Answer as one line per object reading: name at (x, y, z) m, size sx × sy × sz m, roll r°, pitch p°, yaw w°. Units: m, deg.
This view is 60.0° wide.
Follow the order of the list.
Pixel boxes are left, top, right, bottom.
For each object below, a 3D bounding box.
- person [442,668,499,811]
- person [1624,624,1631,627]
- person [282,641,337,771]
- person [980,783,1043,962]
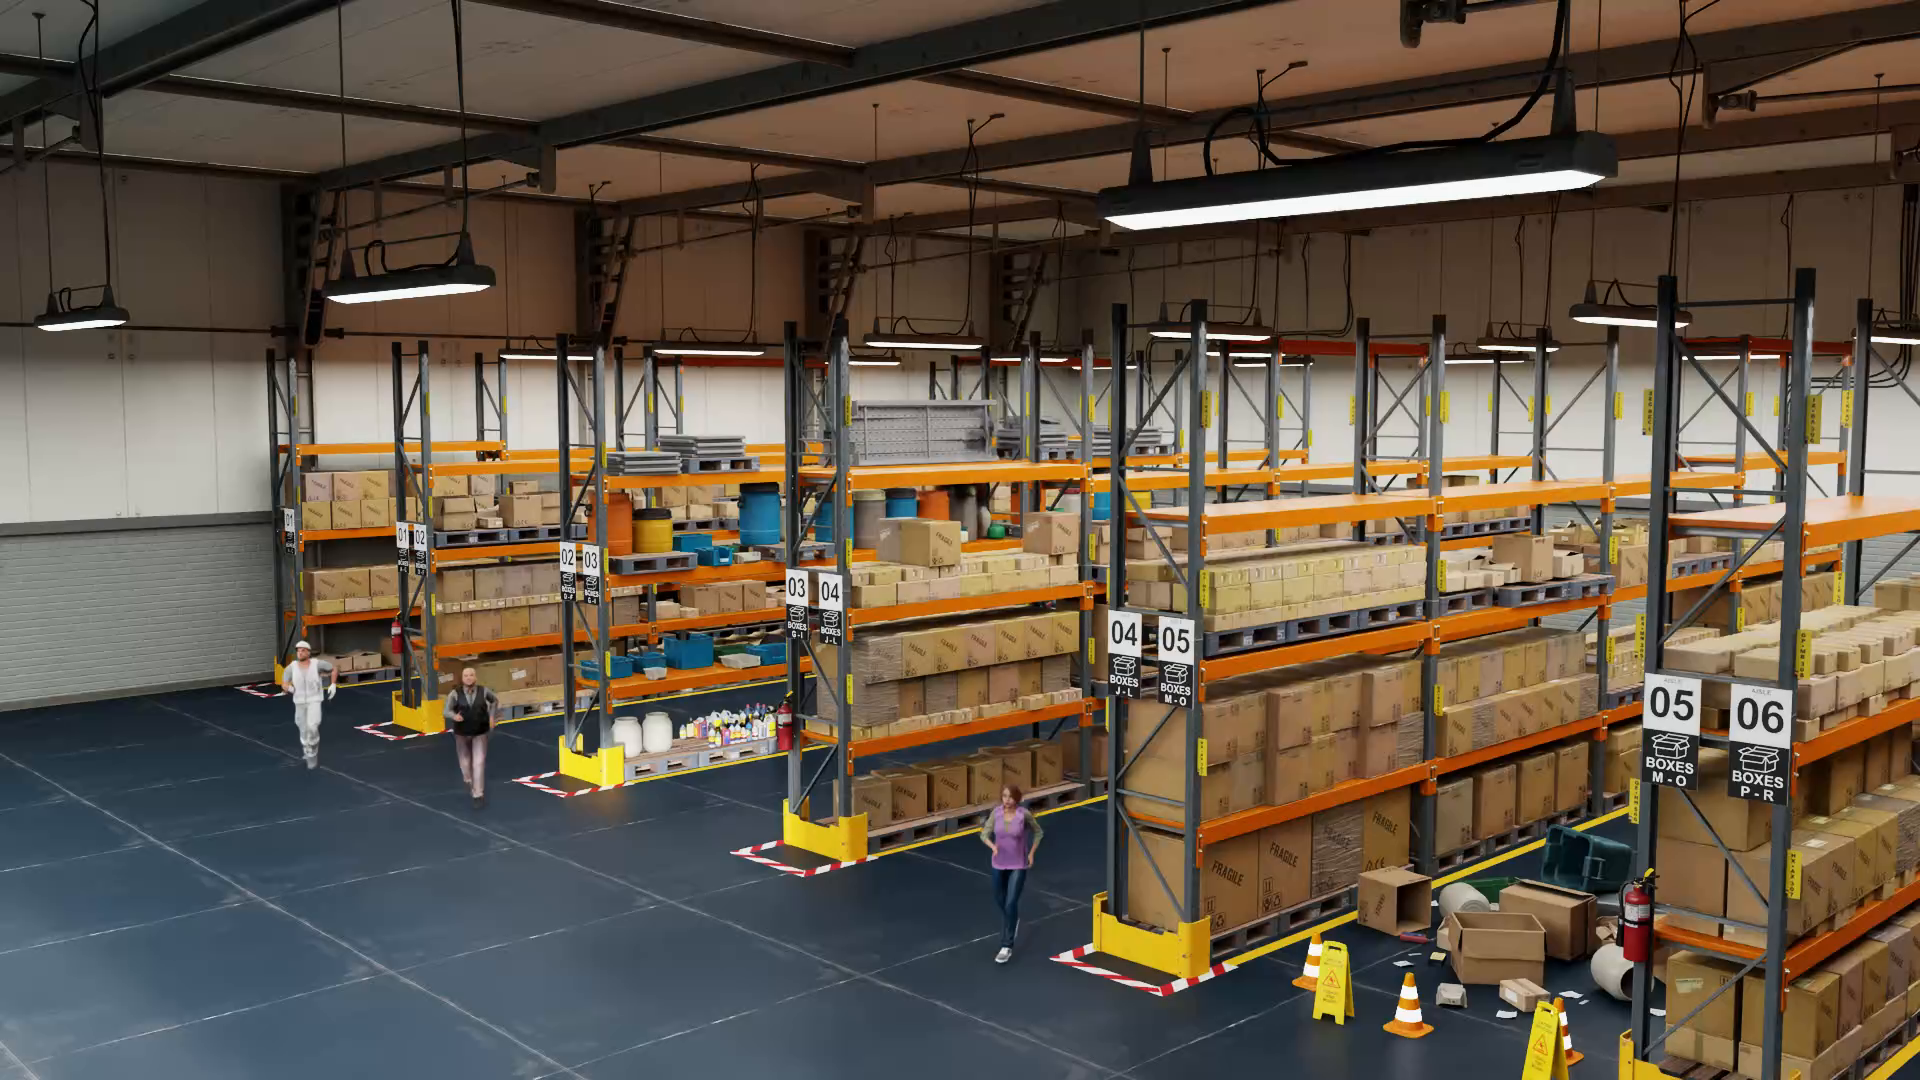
person at (-6.169, 2.465, 20.975) m, size 0.669 × 1.723 × 0.974 m, roll -1°, pitch 5°, yaw -12°
person at (10.520, 2.118, 26.032) m, size 0.840 × 1.631 × 0.550 m, roll -4°, pitch 6°, yaw -38°
person at (-9.022, 2.276, 23.051) m, size 0.672 × 1.789 × 0.882 m, roll -1°, pitch 5°, yaw -7°
person at (0.461, 3.023, 15.378) m, size 0.557 × 1.587 × 0.792 m, roll 2°, pitch 5°, yaw 18°
